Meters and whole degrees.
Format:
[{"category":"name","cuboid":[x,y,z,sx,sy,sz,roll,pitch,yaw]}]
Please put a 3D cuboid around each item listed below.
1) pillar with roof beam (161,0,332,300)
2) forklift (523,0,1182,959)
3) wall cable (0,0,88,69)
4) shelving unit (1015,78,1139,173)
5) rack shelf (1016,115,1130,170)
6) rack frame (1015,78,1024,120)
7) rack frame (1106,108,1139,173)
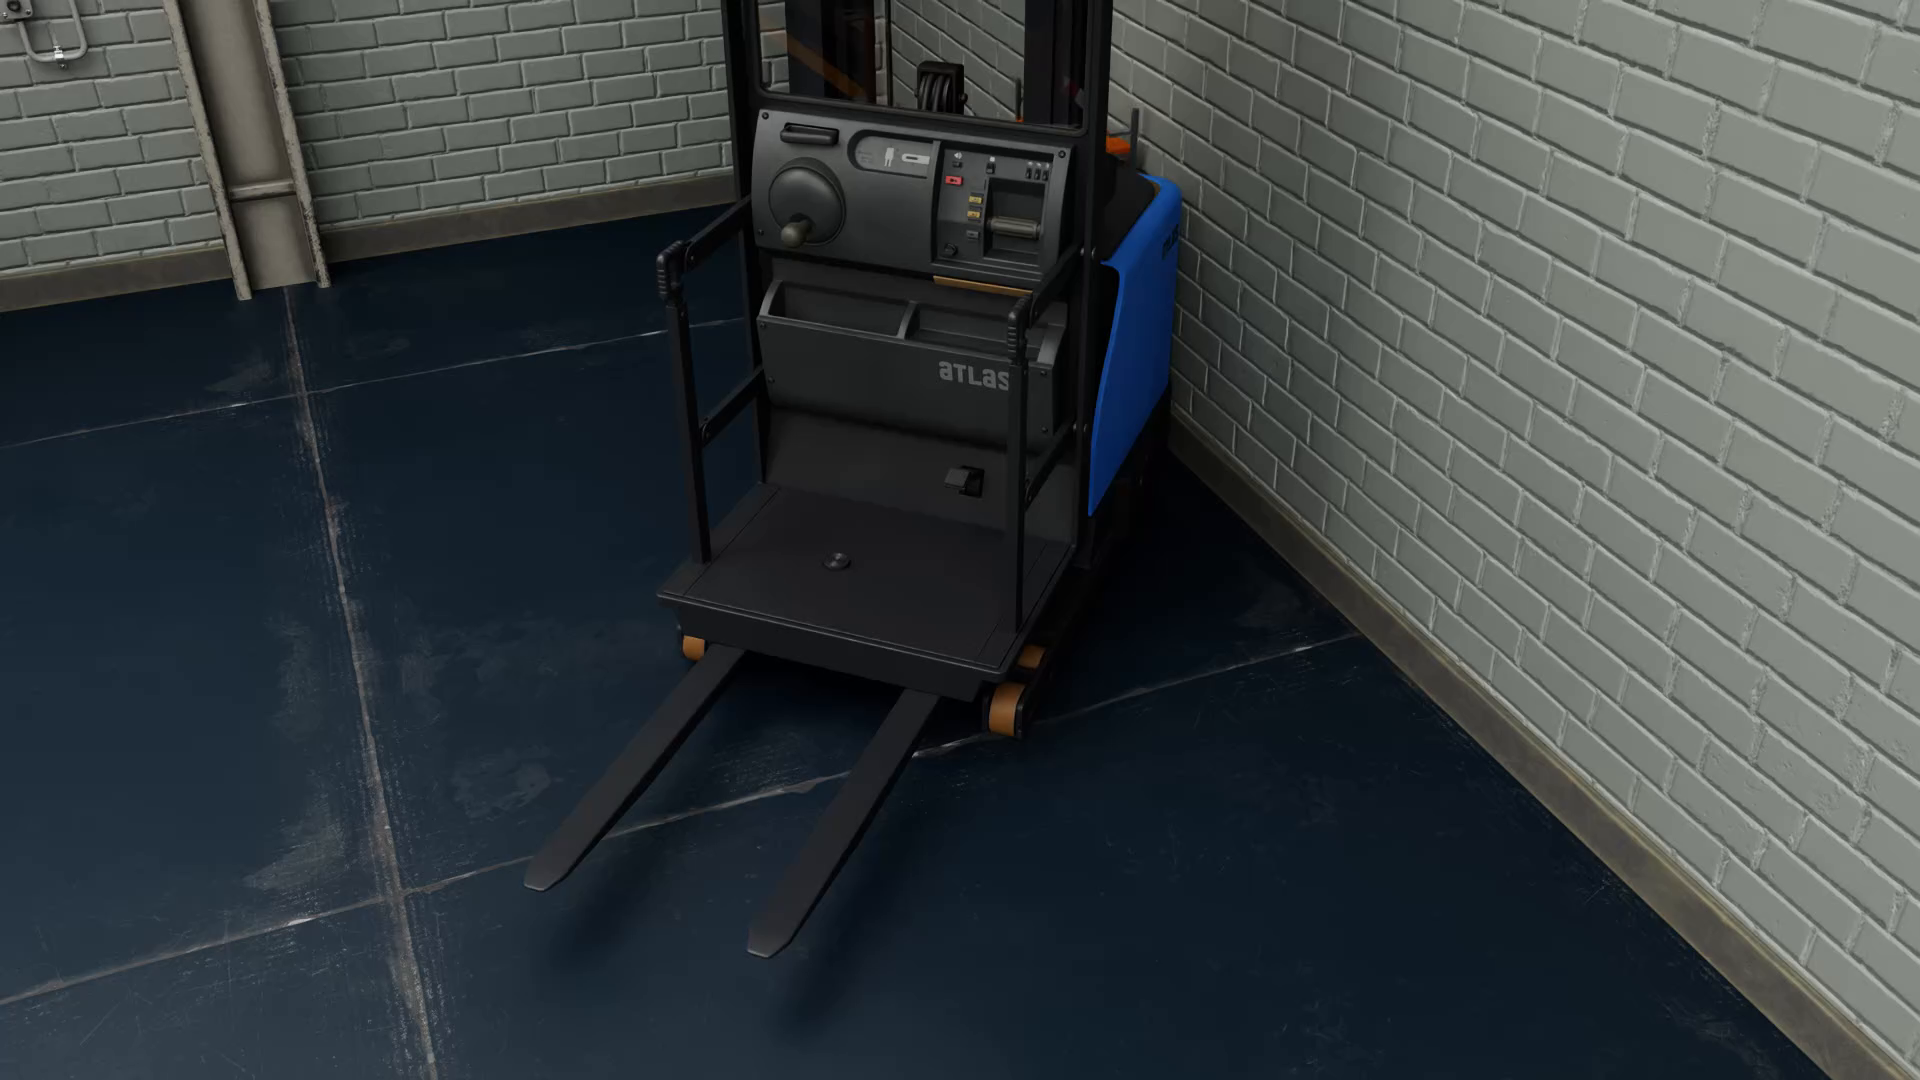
[{"category":"pillar with roof beam","cuboid":[-1.413,-2.789,1.786,0.400,9.000,9.100,-13,35,-19]},{"category":"forklift","cuboid":[-0.221,-0.909,4.460,1.130,2.935,3.031,12,35,17]},{"category":"wall cable","cuboid":[-4.419,-2.606,6.074,1.851,1.984,0.084,-13,35,-19]},{"category":"shelving unit","cuboid":[0.424,-1.113,6.356,0.258,1.200,0.503,-14,35,-20]},{"category":"rack shelf","cuboid":[0.422,-1.445,6.145,0.258,0.148,0.480,-14,35,-20]},{"category":"rack frame","cuboid":[0.323,-1.232,6.543,0.240,1.200,0.015,-14,35,-20]},{"category":"rack frame","cuboid":[0.524,-0.994,6.168,0.240,1.200,0.015,-14,35,-20]}]
